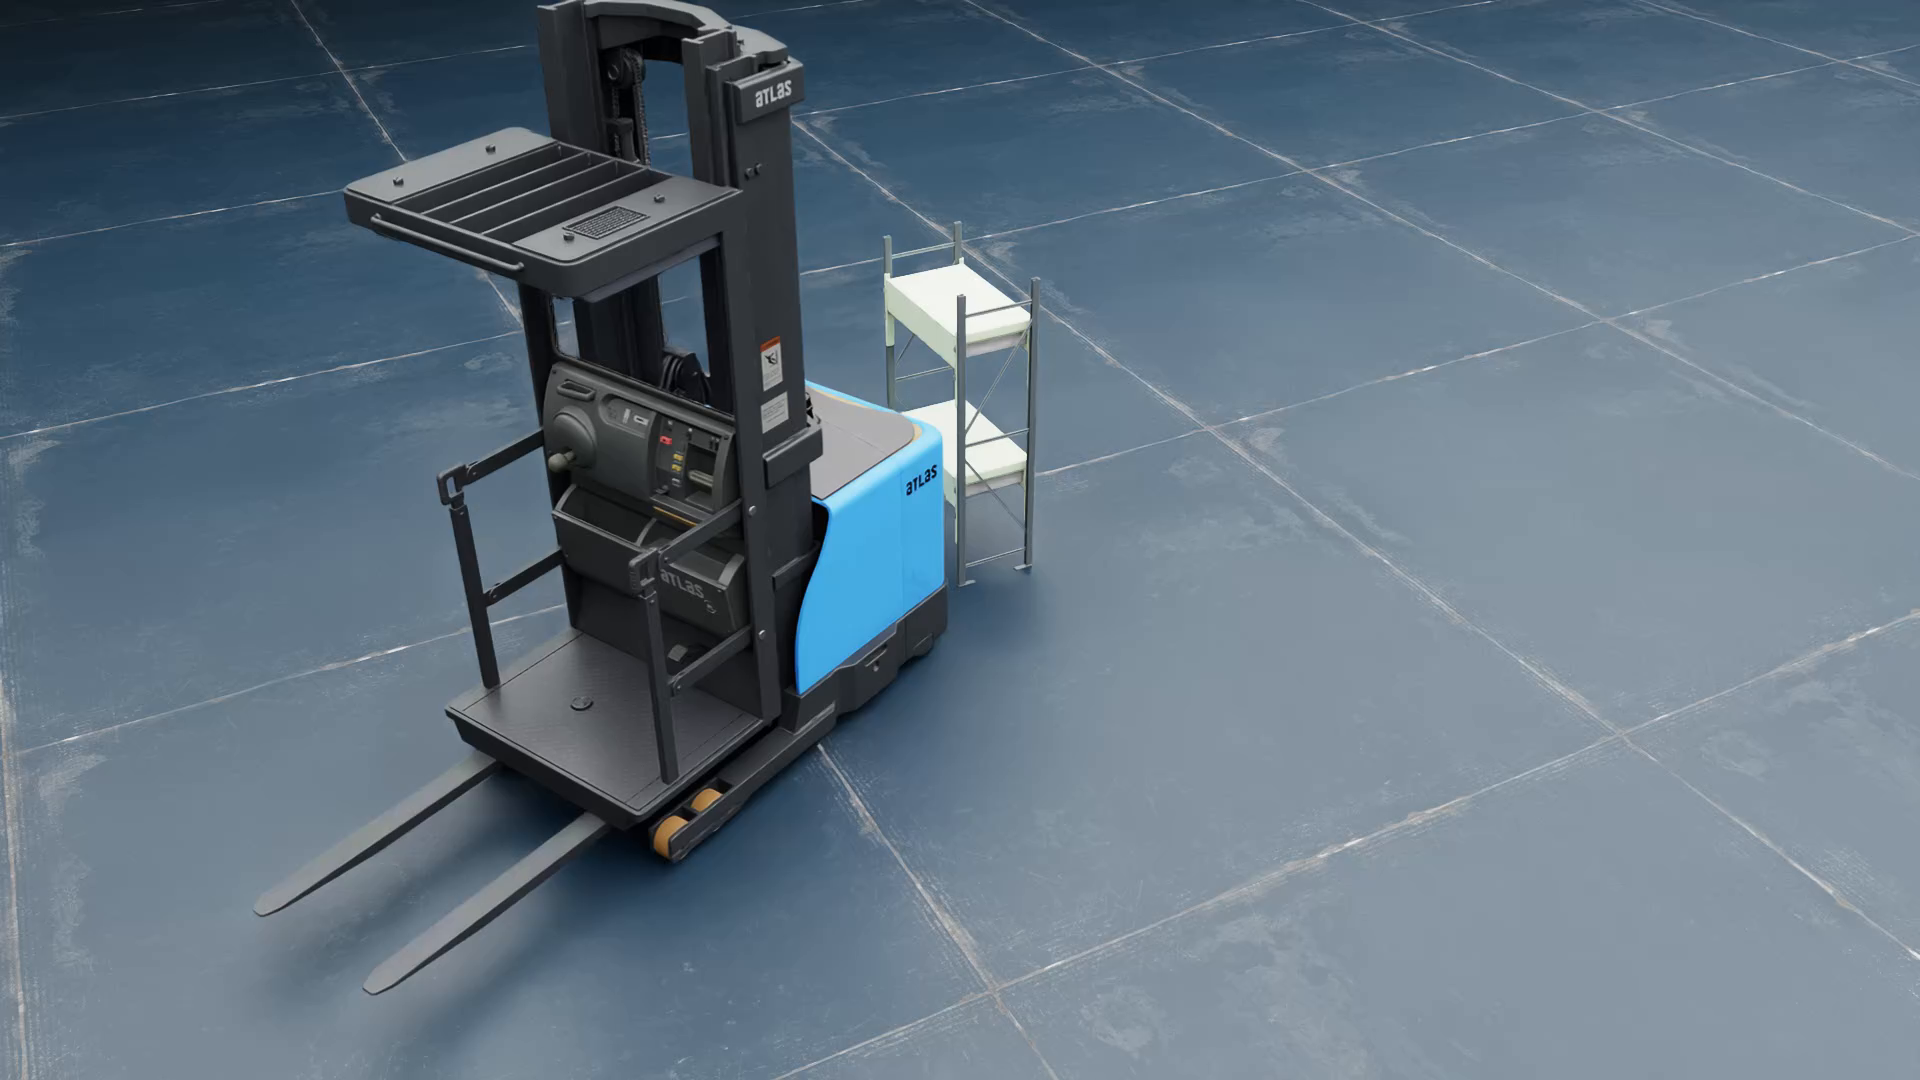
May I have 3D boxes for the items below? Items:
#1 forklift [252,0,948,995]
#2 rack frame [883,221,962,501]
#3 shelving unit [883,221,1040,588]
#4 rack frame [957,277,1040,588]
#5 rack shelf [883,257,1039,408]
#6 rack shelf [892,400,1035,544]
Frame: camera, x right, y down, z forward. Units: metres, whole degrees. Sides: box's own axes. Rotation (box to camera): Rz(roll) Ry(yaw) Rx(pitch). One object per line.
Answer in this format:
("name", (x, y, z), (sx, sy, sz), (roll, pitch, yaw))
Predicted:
("forklift", (-1.325, -0.311, 6.018), (1.130, 2.935, 3.031), (21, 38, 30))
("rack frame", (-0.174, -0.809, 8.123), (0.400, 1.500, 0.023), (-16, 36, -23))
("shelving unit", (-0.003, -0.635, 7.850), (0.431, 1.500, 0.755), (-16, 36, -23))
("rack frame", (0.168, -0.460, 7.578), (0.400, 1.500, 0.023), (-16, 36, -23))
("rack shelf", (-0.003, -0.963, 7.640), (0.431, 0.370, 0.720), (-16, 36, -23))
("rack shelf", (-0.003, -0.360, 8.026), (0.431, 0.370, 0.720), (-16, 36, -23))
